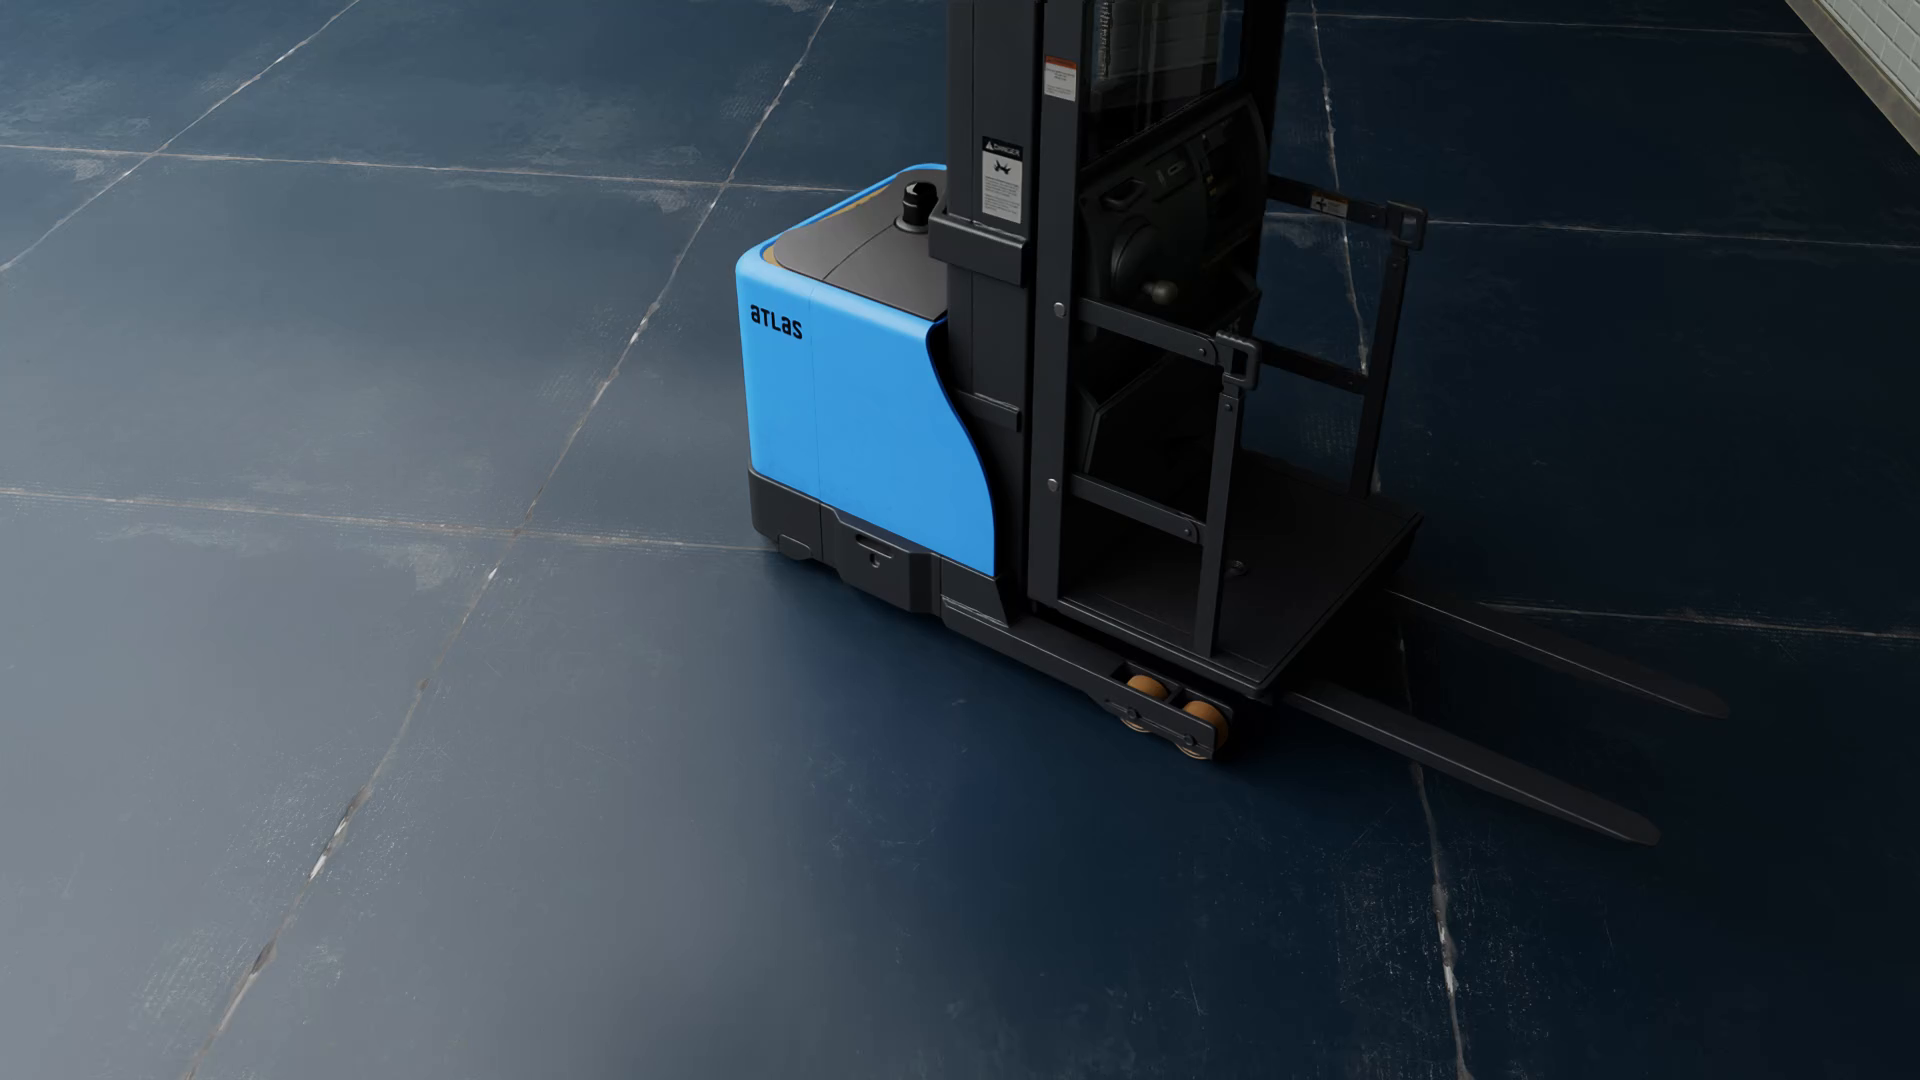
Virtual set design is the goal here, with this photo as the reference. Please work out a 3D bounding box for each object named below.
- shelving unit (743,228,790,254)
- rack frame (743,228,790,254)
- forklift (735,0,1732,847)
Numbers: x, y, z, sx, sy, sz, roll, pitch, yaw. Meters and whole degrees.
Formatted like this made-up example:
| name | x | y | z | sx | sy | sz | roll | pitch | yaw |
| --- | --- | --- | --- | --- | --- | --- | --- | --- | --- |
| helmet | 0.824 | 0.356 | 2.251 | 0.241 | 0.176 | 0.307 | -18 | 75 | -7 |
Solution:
| name | x | y | z | sx | sy | sz | roll | pitch | yaw |
| --- | --- | --- | --- | --- | --- | --- | --- | --- | --- |
| shelving unit | -0.568 | -0.614 | 5.836 | 0.210 | 0.900 | 0.258 | 23 | 42 | 29 |
| rack frame | -0.649 | -0.649 | 5.885 | 0.006 | 0.900 | 0.240 | 23 | 42 | 29 |
| forklift | 0.771 | -0.906 | 4.497 | 3.031 | 2.935 | 1.130 | 23 | 42 | 29 |
